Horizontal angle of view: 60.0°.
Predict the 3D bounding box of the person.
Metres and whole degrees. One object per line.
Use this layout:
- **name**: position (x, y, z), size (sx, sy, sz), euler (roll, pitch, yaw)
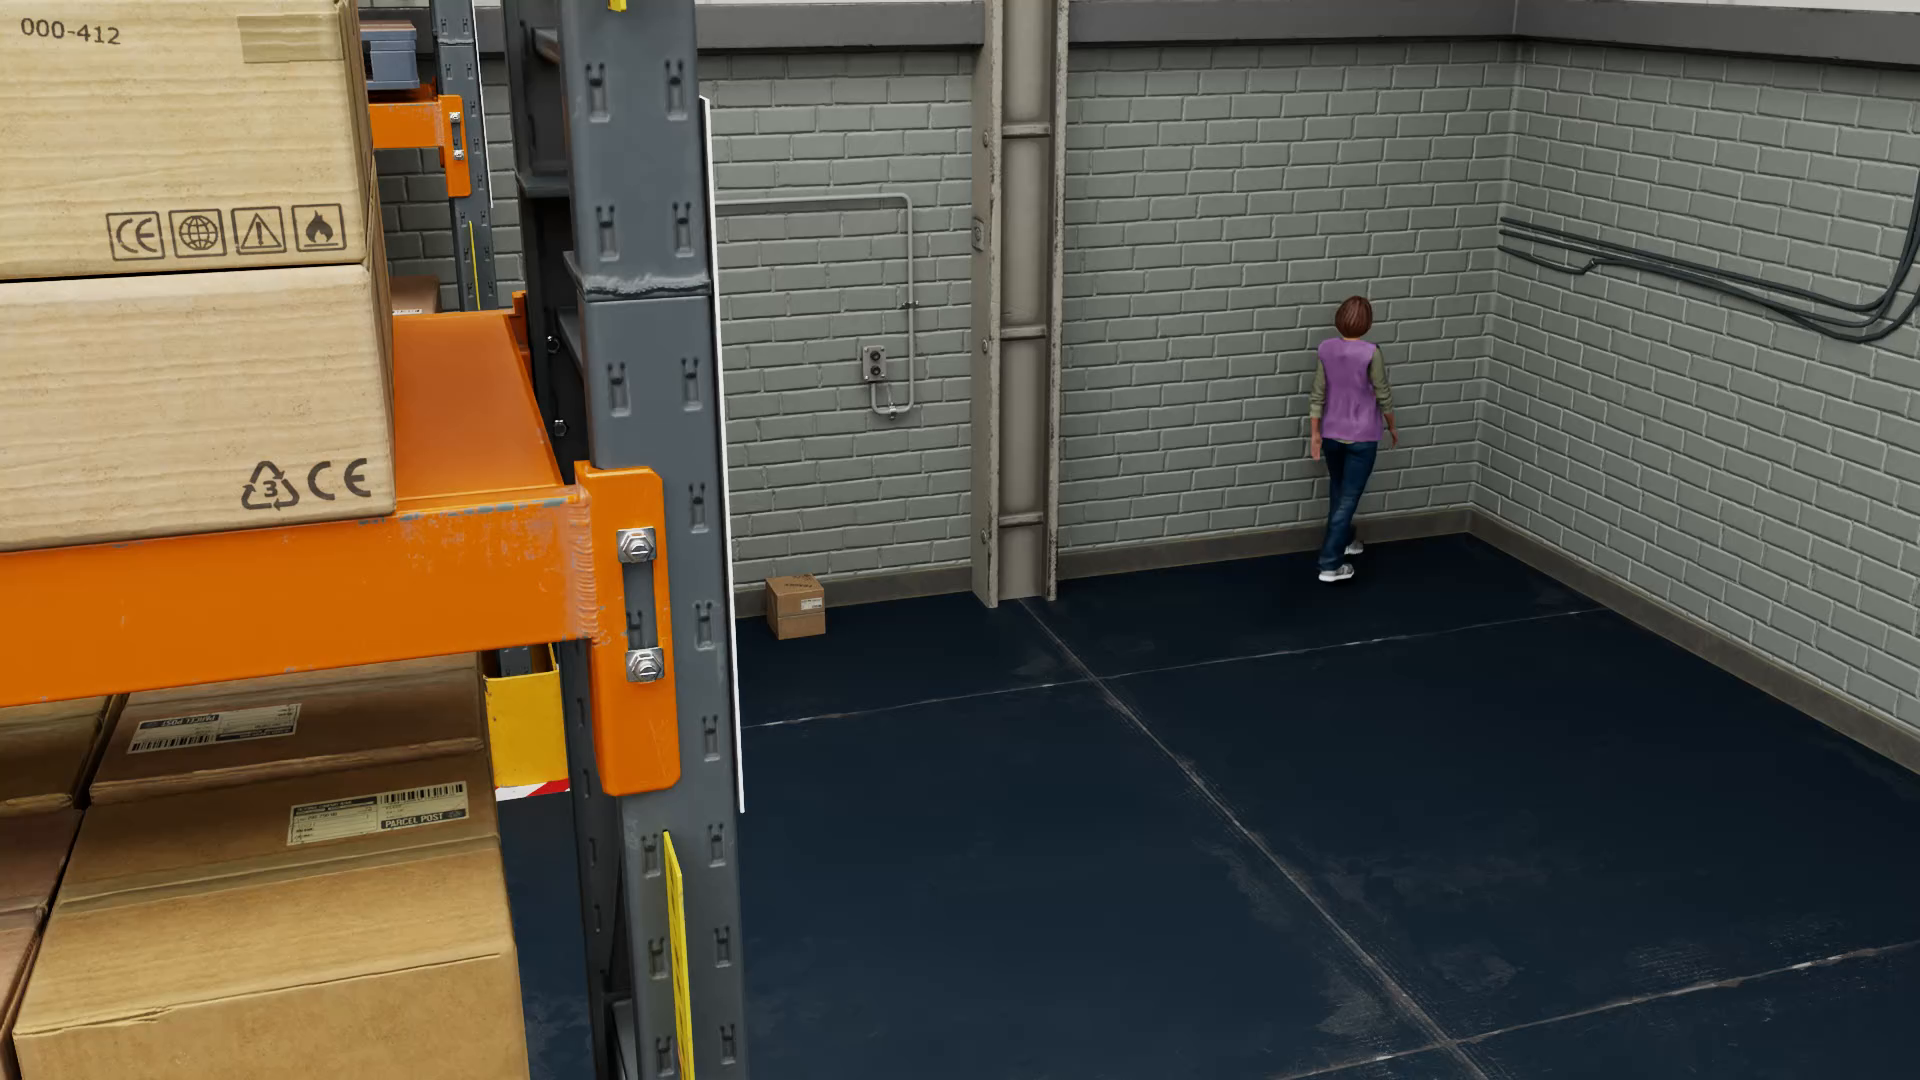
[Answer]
- **person**: position (2.204, -0.583, 9.206), size (0.419, 1.592, 0.709), euler (17, 26, 40)
